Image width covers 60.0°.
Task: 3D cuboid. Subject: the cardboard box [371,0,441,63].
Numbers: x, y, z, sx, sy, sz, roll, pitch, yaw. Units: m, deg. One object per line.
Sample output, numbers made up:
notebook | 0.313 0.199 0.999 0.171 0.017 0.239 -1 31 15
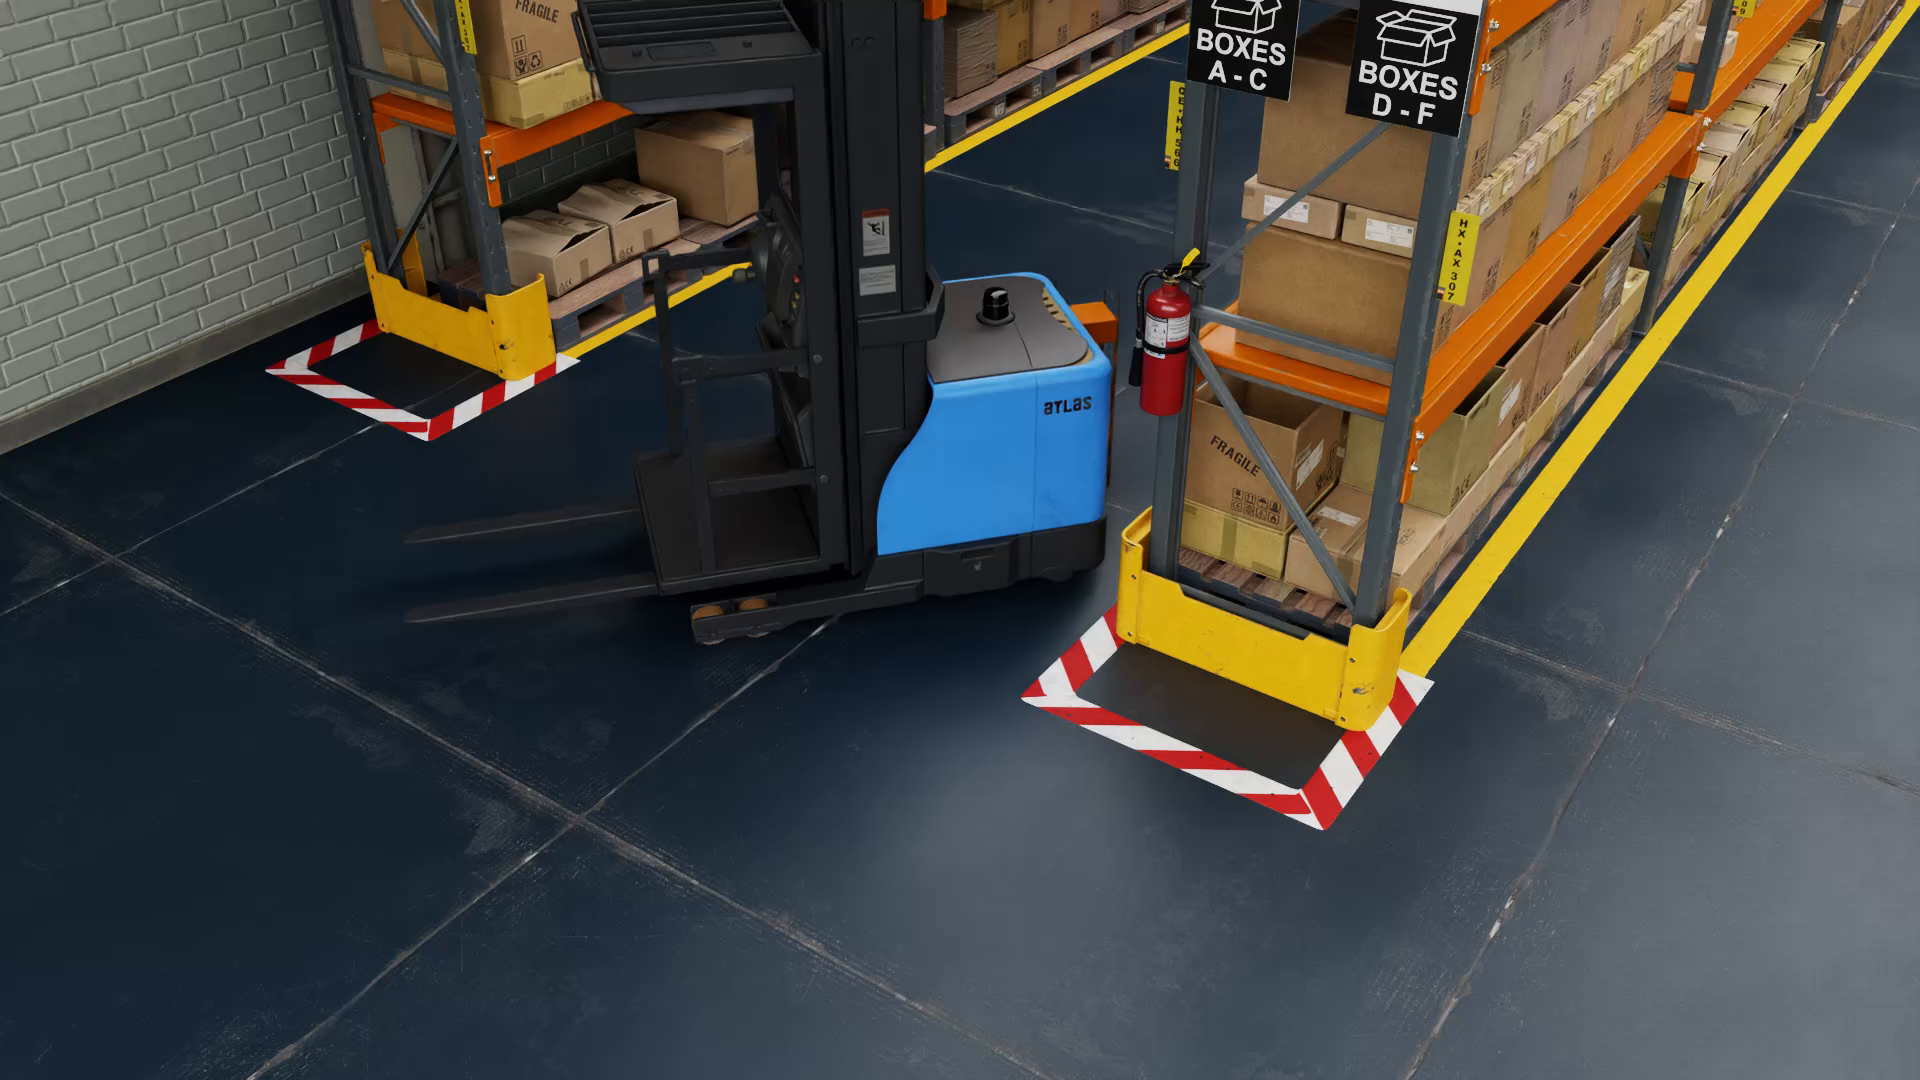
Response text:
cardboard box | -2.741 -2.864 8.755 0.500 0.500 0.500 21 39 28

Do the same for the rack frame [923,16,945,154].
rack frame | -0.554 -4.164 11.229 1.000 3.000 0.127 21 39 28

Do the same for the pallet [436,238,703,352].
pallet | -2.299 -1.565 9.876 1.003 0.211 1.213 21 39 28

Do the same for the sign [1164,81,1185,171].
sign | 0.799 -1.500 6.045 0.100 0.325 0.005 21 39 28

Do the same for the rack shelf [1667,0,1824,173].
rack shelf | 4.658 -3.205 10.455 1.077 0.370 4.000 21 39 28

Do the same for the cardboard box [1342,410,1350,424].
cardboard box | 1.856 -0.895 7.805 0.500 0.500 0.500 21 39 28

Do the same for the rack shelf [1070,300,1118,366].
rack shelf | 0.583 -0.954 7.735 0.240 0.259 0.215 -9 35 -13

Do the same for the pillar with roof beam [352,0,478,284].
pillar with roof beam | 0.390 -4.031 5.678 9.100 9.000 0.400 21 39 28

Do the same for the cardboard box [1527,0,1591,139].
cardboard box | 2.126 -2.032 6.830 0.700 0.500 0.500 21 40 28

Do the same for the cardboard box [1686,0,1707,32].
cardboard box | 3.538 -2.700 8.396 0.380 0.149 0.250 21 39 28

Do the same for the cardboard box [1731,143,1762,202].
cardboard box | 4.827 -2.432 10.749 0.500 0.250 0.500 22 40 29

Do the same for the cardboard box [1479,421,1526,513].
cardboard box | 2.293 -0.414 7.764 0.500 0.250 0.500 21 39 28

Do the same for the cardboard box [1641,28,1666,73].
cardboard box | 3.100 -2.344 7.870 0.380 0.149 0.250 21 39 28

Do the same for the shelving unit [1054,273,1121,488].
shelving unit | 0.583 -0.727 7.888 0.252 1.050 0.215 -9 35 -13

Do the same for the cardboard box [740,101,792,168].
cardboard box | -1.113 -2.820 11.081 0.500 0.500 0.500 18 38 25

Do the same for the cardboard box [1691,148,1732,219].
cardboard box | 4.247 -2.190 9.889 0.500 0.311 0.500 21 39 28

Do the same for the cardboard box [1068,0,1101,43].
cardboard box | 0.710 -4.366 13.366 0.700 0.500 0.500 21 39 28

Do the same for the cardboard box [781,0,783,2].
cardboard box | -1.140 -3.332 10.115 0.500 0.250 0.500 21 39 28

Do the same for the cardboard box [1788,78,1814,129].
cardboard box | 5.699 -3.139 11.793 0.500 0.250 0.500 22 40 29

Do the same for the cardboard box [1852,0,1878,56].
cardboard box | 6.877 -4.161 13.064 0.500 0.500 0.500 21 39 28

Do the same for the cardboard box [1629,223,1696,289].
cardboard box | 3.951 -1.724 9.702 0.500 0.250 0.500 20 39 27

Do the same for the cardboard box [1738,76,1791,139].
cardboard box | 5.121 -2.899 10.938 0.500 0.311 0.500 21 39 28

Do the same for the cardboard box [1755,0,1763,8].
cardboard box | 4.855 -3.688 10.436 0.500 0.500 0.500 19 38 26

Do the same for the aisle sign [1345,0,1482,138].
aisle sign | 1.451 -1.691 5.252 0.394 0.787 0.004 21 39 28

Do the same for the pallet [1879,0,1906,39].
pallet | 7.646 -4.723 14.546 1.003 0.211 1.213 21 39 28

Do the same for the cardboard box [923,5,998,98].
cardboard box | -0.148 -3.654 12.315 0.700 0.500 0.500 23 40 30

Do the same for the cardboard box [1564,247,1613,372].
cardboard box | 2.856 -1.188 8.239 0.500 0.500 0.500 21 39 28

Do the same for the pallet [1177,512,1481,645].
pallet | 1.638 0.048 7.491 1.003 0.211 1.213 21 39 28

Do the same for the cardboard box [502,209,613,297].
cardboard box | -2.367 -1.681 9.565 0.500 0.311 0.500 17 37 23

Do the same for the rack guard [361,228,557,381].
rack guard | -2.792 -1.322 9.259 1.175 0.500 0.348 21 39 28

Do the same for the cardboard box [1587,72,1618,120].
cardboard box | 2.664 -1.993 7.350 0.380 0.149 0.250 23 40 30

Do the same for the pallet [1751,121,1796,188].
pallet | 5.297 -2.902 11.853 1.003 0.211 1.213 21 39 28

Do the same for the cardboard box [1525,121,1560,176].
cardboard box | 2.225 -1.640 6.829 0.380 0.149 0.250 20 39 27

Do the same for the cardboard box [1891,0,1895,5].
cardboard box | 7.744 -4.868 14.109 0.500 0.500 0.500 21 40 28

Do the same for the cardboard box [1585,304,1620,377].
cardboard box | 3.139 -1.108 8.790 0.500 0.250 0.500 21 39 28

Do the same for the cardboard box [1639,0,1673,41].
cardboard box | 2.983 -2.723 7.851 0.700 0.500 0.500 21 39 28

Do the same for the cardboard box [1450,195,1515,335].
cardboard box | 1.809 -1.238 6.813 0.700 0.500 0.500 22 40 29

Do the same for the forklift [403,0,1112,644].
forklift | -0.922 -1.098 6.758 3.031 2.935 1.130 -9 35 -13

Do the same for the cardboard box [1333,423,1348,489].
cardboard box | 1.575 -0.352 7.673 0.500 0.250 0.500 21 39 28

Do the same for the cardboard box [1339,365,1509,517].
cardboard box | 2.009 -0.494 7.213 0.500 0.500 0.500 21 39 28

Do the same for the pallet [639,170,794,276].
pallet | -1.603 -2.124 10.703 1.003 0.211 1.213 21 39 28

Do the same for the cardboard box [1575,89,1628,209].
cardboard box | 2.685 -1.944 7.857 0.700 0.500 0.500 22 40 29

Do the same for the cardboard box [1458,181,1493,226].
cardboard box | 1.786 -1.287 6.306 0.380 0.149 0.250 20 39 27

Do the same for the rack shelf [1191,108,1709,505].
rack shelf | 2.377 -1.365 7.732 1.077 0.370 4.000 21 39 28

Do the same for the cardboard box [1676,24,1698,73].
cardboard box | 3.762 -2.761 9.290 0.500 0.250 0.500 24 41 31
